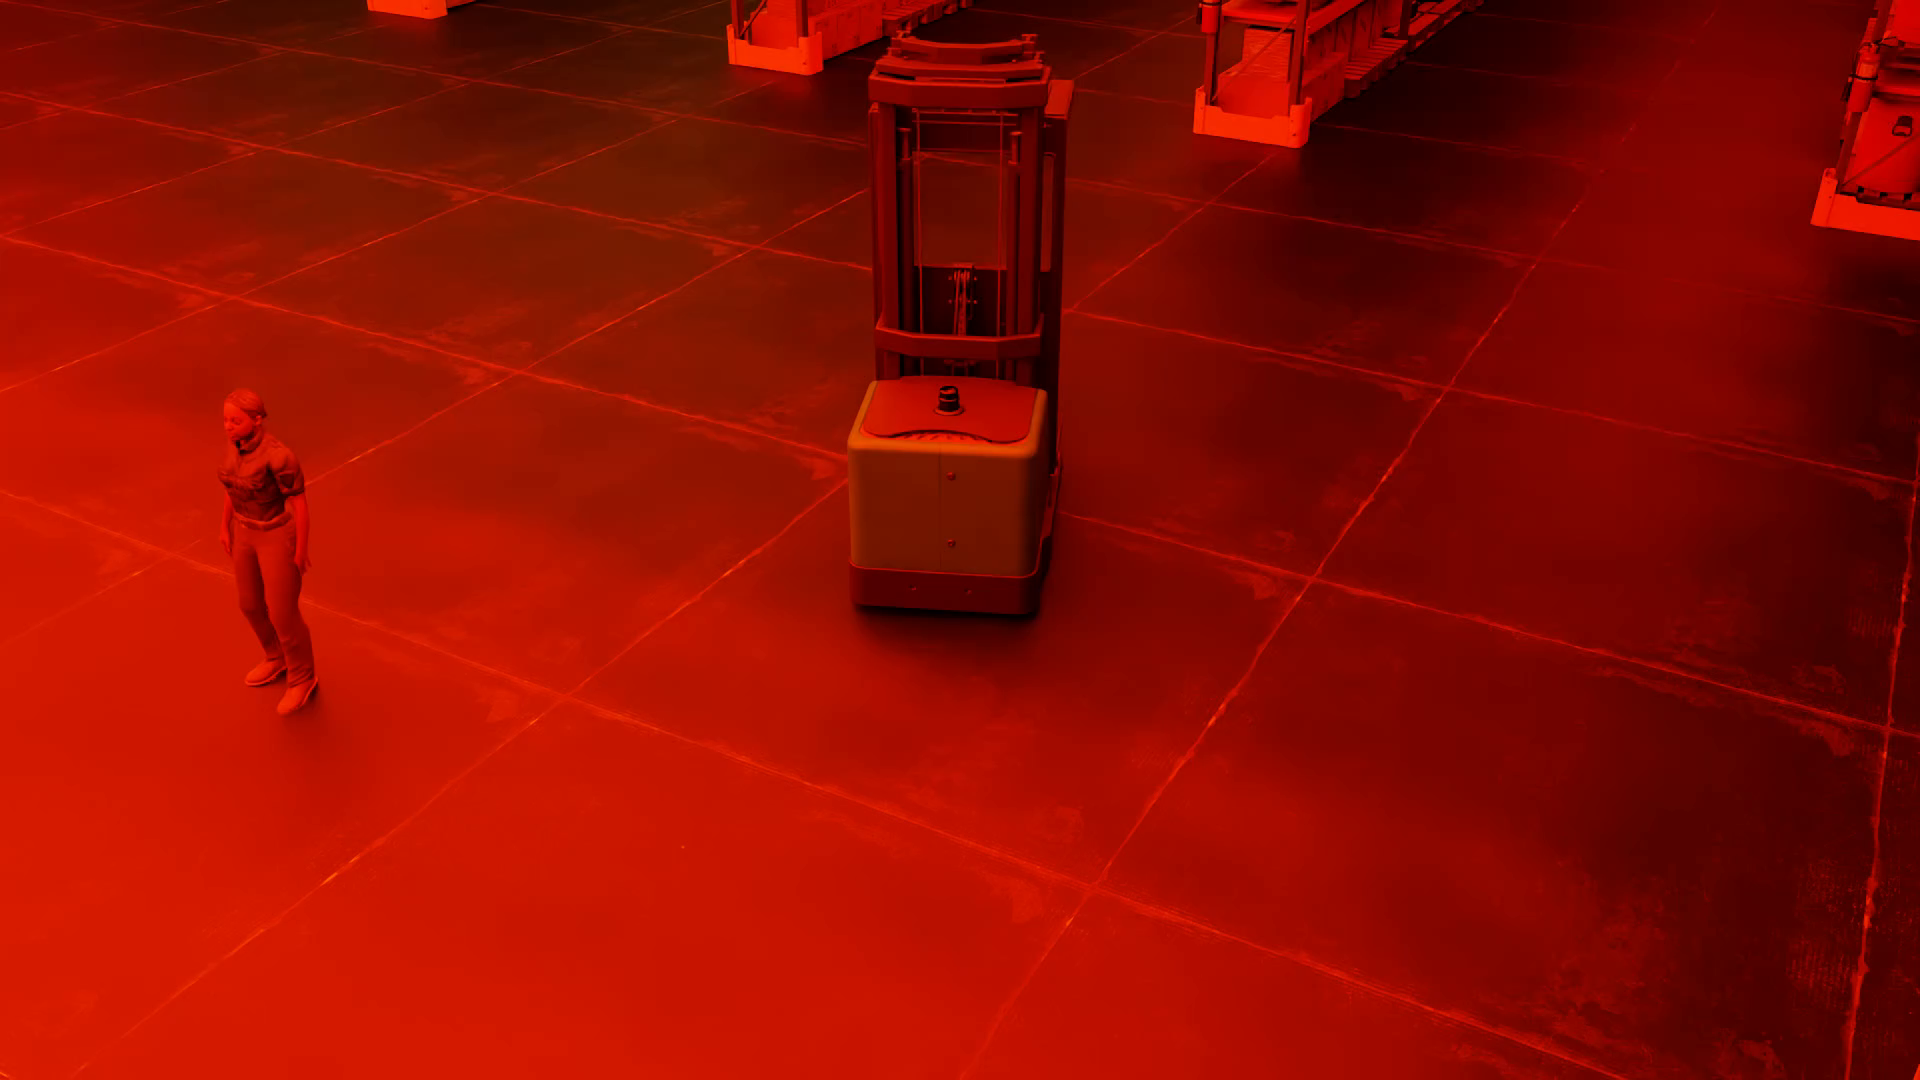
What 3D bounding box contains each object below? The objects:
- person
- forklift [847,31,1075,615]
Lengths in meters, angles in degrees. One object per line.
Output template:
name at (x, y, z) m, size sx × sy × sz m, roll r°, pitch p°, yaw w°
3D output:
person at (-3.506, 0.044, 8.305) m, size 0.531 × 1.681 × 0.439 m, roll 16°, pitch 34°, yaw 26°
forklift at (0.072, -1.572, 9.794) m, size 1.130 × 2.935 × 3.031 m, roll 3°, pitch 30°, yaw 6°
